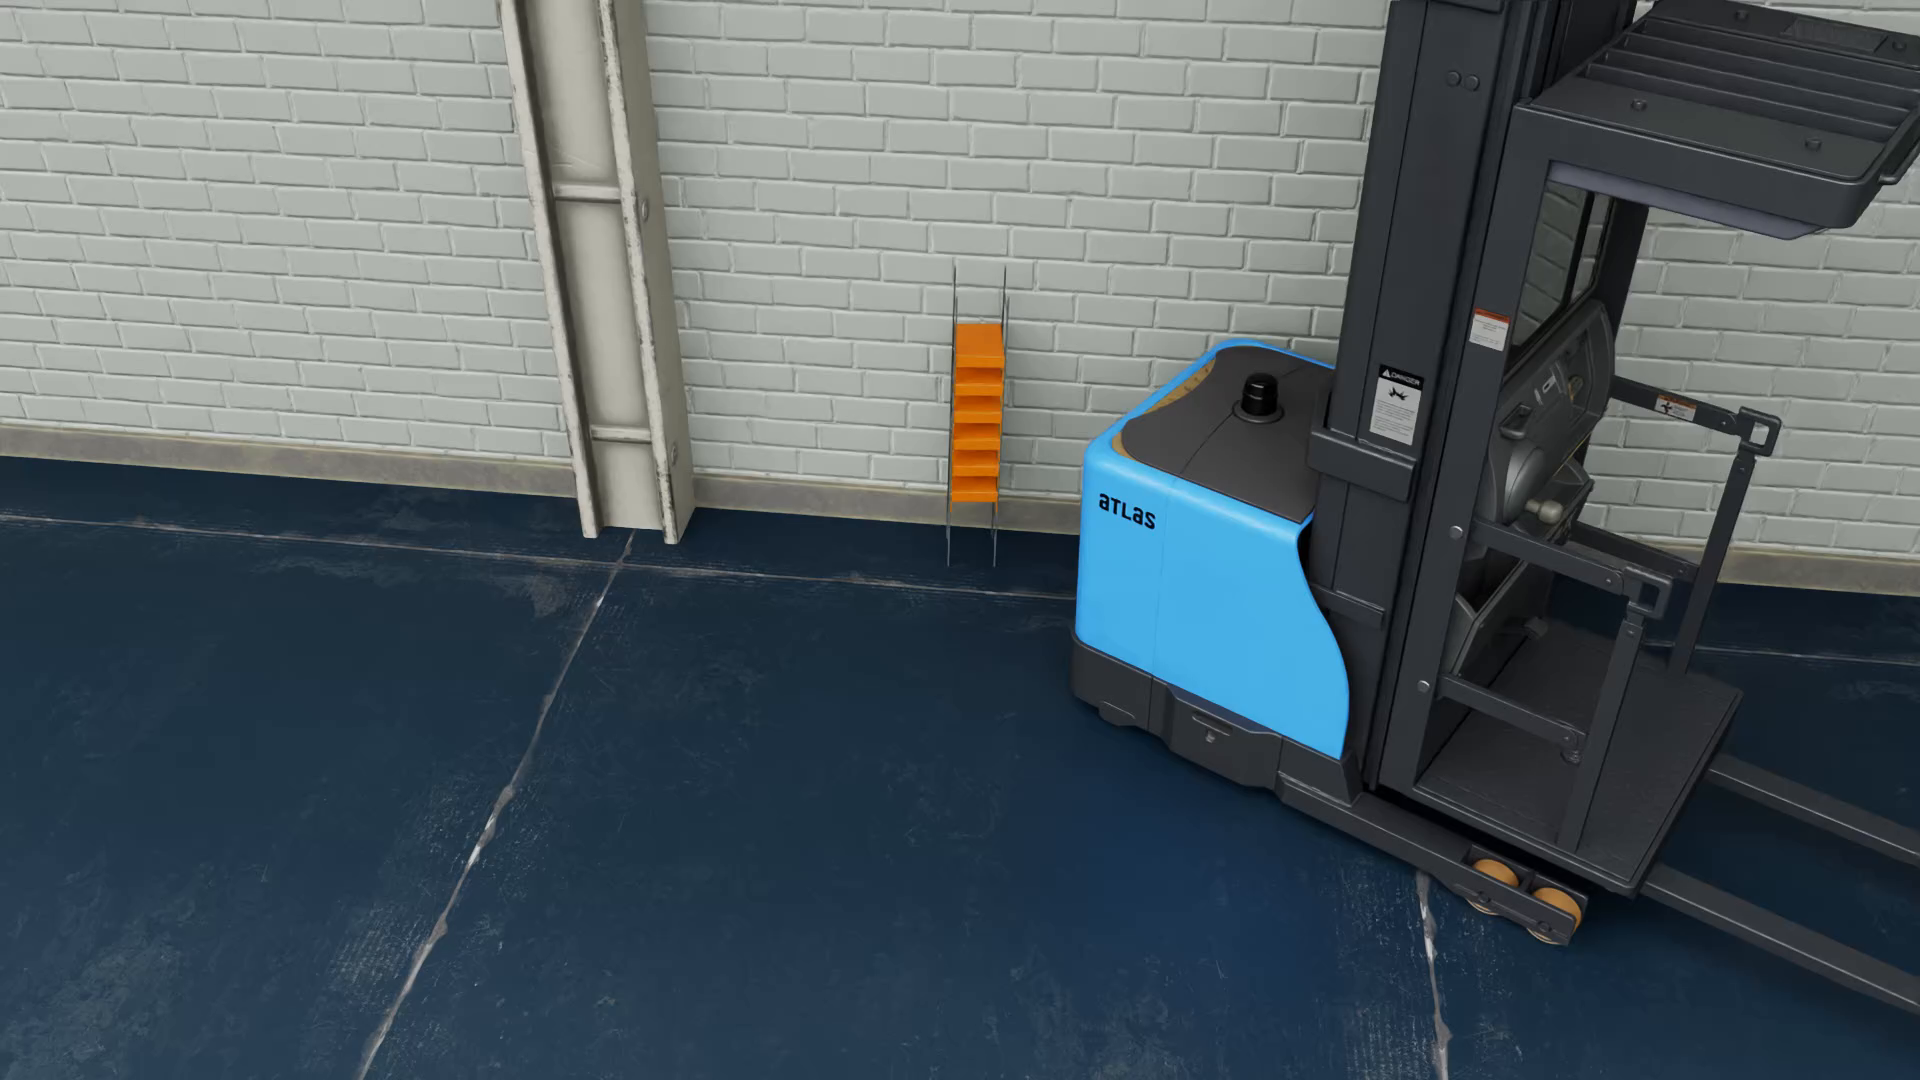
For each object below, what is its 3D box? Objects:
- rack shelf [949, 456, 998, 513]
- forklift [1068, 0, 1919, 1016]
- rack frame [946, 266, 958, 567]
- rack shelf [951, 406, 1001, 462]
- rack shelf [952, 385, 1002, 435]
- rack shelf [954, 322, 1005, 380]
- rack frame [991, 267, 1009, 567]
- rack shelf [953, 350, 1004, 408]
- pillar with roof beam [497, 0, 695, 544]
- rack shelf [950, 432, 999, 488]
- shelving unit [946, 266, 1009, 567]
[{"bbox_3d":[0.051,-0.219,6.504,0.180,0.103,0.258,0,37,-2],"label":"rack shelf"},{"bbox_3d":[1.865,-0.323,4.680,3.031,2.935,1.130,24,42,29],"label":"forklift"},{"bbox_3d":[-0.032,-0.448,6.330,0.006,1.200,0.240,0,37,-2],"label":"rack frame"},{"bbox_3d":[0.058,-0.411,6.360,0.180,0.103,0.258,0,37,-2],"label":"rack shelf"},{"bbox_3d":[0.062,-0.508,6.289,0.180,0.103,0.258,0,37,-2],"label":"rack shelf"},{"bbox_3d":[0.069,-0.700,6.145,0.180,0.103,0.258,0,37,-2],"label":"rack shelf"},{"bbox_3d":[0.151,-0.446,6.338,0.006,1.200,0.240,0,37,-2],"label":"rack frame"},{"bbox_3d":[0.065,-0.604,6.217,0.180,0.103,0.258,0,37,-2],"label":"rack shelf"},{"bbox_3d":[-1.866,-1.268,0.781,0.400,9.000,9.100,4,36,6],"label":"pillar with roof beam"},{"bbox_3d":[0.054,-0.315,6.432,0.180,0.103,0.258,0,37,-2],"label":"rack shelf"},{"bbox_3d":[0.059,-0.447,6.334,0.189,1.200,0.258,0,37,-2],"label":"shelving unit"}]
